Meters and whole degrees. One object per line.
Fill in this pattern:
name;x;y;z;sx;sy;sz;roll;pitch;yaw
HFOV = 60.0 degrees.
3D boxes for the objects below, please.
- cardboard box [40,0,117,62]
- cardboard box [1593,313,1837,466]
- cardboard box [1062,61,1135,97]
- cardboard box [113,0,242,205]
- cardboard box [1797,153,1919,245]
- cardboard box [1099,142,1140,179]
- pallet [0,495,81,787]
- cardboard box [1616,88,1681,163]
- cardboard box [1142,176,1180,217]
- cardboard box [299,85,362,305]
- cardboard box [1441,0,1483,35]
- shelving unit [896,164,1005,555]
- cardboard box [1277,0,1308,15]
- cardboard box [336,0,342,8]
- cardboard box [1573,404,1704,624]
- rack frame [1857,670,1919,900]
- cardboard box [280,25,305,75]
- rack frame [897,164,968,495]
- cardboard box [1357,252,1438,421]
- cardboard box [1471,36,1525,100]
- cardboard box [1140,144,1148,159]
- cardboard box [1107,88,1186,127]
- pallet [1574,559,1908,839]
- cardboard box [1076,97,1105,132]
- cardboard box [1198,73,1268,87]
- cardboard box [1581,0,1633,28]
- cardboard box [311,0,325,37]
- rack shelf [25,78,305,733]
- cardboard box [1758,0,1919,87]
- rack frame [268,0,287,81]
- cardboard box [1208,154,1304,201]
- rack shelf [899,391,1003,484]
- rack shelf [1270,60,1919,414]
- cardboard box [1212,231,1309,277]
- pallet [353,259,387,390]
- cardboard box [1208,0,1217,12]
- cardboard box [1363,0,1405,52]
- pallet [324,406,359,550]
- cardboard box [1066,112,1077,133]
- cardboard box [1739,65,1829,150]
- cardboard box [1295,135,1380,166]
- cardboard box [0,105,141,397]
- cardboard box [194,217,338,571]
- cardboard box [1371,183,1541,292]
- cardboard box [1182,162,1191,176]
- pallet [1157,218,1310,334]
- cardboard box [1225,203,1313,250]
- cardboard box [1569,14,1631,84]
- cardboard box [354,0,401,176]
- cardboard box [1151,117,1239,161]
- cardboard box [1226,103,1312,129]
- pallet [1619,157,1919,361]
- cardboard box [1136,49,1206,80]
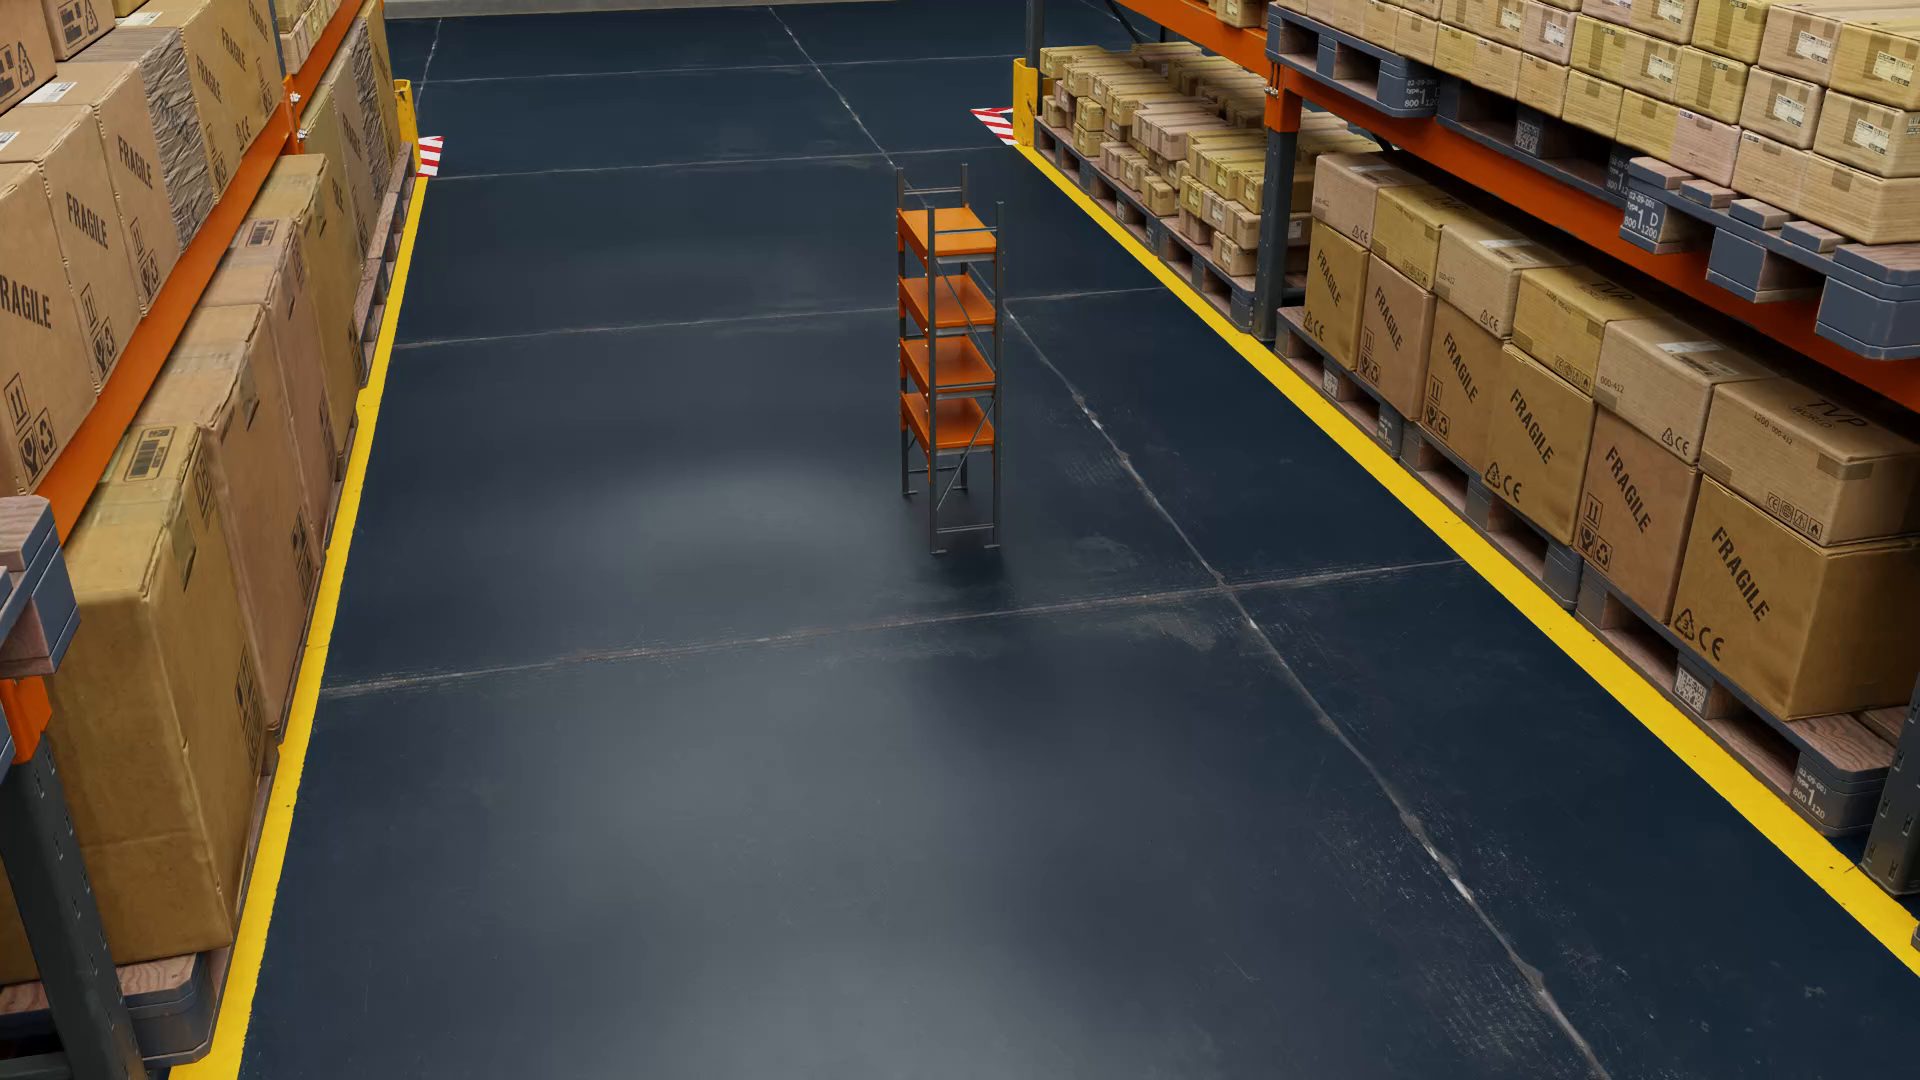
cardboard box;-2.574;-1.482;4.133;0.797;0.503;0.637;-5;27;-10
cardboard box;2.197;-0.447;4.782;0.500;0.250;0.500;-6;27;-11
cardboard box;0.827;-2.742;9.890;0.380;0.149;0.250;-6;27;-12
cardboard box;-2.424;-1.263;4.813;0.500;0.500;0.500;-6;27;-12
cardboard box;2.173;-0.791;3.802;0.380;0.149;0.250;-5;27;-11
cardboard box;1.009;-2.152;9.382;0.380;0.149;0.250;-7;28;-14
pallet;-1.859;0.301;2.038;1.213;0.211;1.003;-6;27;-12
cardboard box;2.007;-1.123;4.459;0.380;0.149;0.250;-6;27;-12
cardboard box;1.176;-1.809;8.703;0.380;0.149;0.250;-6;27;-12
cardboard box;-3.096;-1.380;7.046;0.875;0.875;0.875;-6;27;-12
cardboard box;1.771;-1.715;5.302;0.380;0.149;0.250;-6;27;-12
shelving unit;-0.037;-0.608;5.624;0.258;1.200;0.503;-6;27;-12
cardboard box;1.471;-2.158;6.509;0.380;0.149;0.250;-7;28;-14
cardboard box;-3.121;-2.578;7.808;0.380;0.149;0.250;-7;28;-13
cardboard box;2.215;-0.108;4.944;0.500;0.500;0.500;-5;27;-10
rack frame;2.731;-0.546;3.503;1.000;3.000;0.127;-6;27;-12
cardboard box;-2.768;-1.894;6.453;0.380;0.149;0.250;-6;27;-11
rack frame;-0.092;-0.715;5.836;0.240;1.200;0.015;-6;27;-12
cardboard box;1.859;-0.790;6.295;0.500;0.500;0.500;-5;27;-9
cardboard box;1.824;-1.474;5.154;0.380;0.149;0.250;-7;28;-14
cardboard box;1.202;-2.160;9.069;0.380;0.149;0.250;-5;27;-9
cardboard box;1.032;-2.398;9.210;0.380;0.149;0.250;-6;27;-11
pallet;2.557;0.356;4.811;1.003;0.211;1.213;-6;27;-12
cardboard box;0.897;-2.502;9.745;0.380;0.149;0.250;-5;27;-10
cardboard box;1.589;-2.582;9.575;0.380;0.149;0.250;-5;27;-10
cardboard box;1.949;-1.504;4.554;0.380;0.149;0.250;-6;27;-12
cardboard box;-2.948;-2.240;7.139;0.380;0.149;0.250;-7;28;-13
rack shelf;-2.574;-0.644;4.495;1.077;0.370;4.000;-6;27;-12
cardboard box;2.120;-1.166;3.884;0.380;0.149;0.250;-6;27;-12
rack frame;-3.025;-1.843;6.072;1.000;3.000;0.127;-6;27;-12
cardboard box;1.400;-1.720;7.867;0.380;0.149;0.250;-6;27;-11
rack shelf;-0.037;-0.371;5.743;0.258;0.148;0.480;-6;27;-12
rack shelf;2.281;-1.103;5.405;1.077;0.370;4.000;-6;27;-12
cardboard box;1.410;-1.354;7.802;0.380;0.149;0.250;-6;27;-11
pallet;-3.120;-0.940;7.378;1.003;0.211;1.213;-6;27;-12
cardboard box;1.371;-2.517;7.687;0.380;0.149;0.250;-5;27;-10
cardboard box;1.647;-1.816;5.832;0.380;0.149;0.250;-6;27;-11
pallet;-2.778;-0.267;6.044;1.003;0.211;1.213;-6;27;-12
cardboard box;0.874;-2.604;10.278;0.380;0.149;0.250;-6;27;-12
cardboard box;2.115;-1.042;3.968;0.380;0.149;0.250;-5;27;-10
cardboard box;1.845;-1.888;8.199;0.380;0.149;0.250;-6;27;-12
cardboard box;-2.087;-0.599;3.496;0.500;0.500;0.500;-7;28;-13
cardboard box;-2.659;-0.411;5.127;1.225;0.875;0.875;-7;28;-13
cardboard box;1.862;-1.124;6.123;0.500;0.250;0.500;-5;27;-10
cardboard box;1.338;-1.809;8.373;0.380;0.149;0.250;-6;27;-11
pallet;1.644;-1.348;8.187;1.003;0.211;1.213;-6;27;-12
cardboard box;1.449;-1.456;7.673;0.380;0.149;0.250;-5;27;-11
cardboard box;1.943;-1.376;4.631;0.380;0.149;0.250;-6;27;-12
cardboard box;-3.704;-2.565;9.395;0.875;0.875;0.875;-6;27;-12
cardboard box;1.203;-2.060;8.540;0.380;0.149;0.250;-7;28;-14
cardboard box;1.644;-2.231;8.879;0.380;0.149;0.250;-7;28;-14
pallet;2.467;-0.762;4.145;1.213;0.211;1.003;-6;27;-12
cardboard box;1.295;-2.916;10.235;0.380;0.149;0.250;-5;27;-11
